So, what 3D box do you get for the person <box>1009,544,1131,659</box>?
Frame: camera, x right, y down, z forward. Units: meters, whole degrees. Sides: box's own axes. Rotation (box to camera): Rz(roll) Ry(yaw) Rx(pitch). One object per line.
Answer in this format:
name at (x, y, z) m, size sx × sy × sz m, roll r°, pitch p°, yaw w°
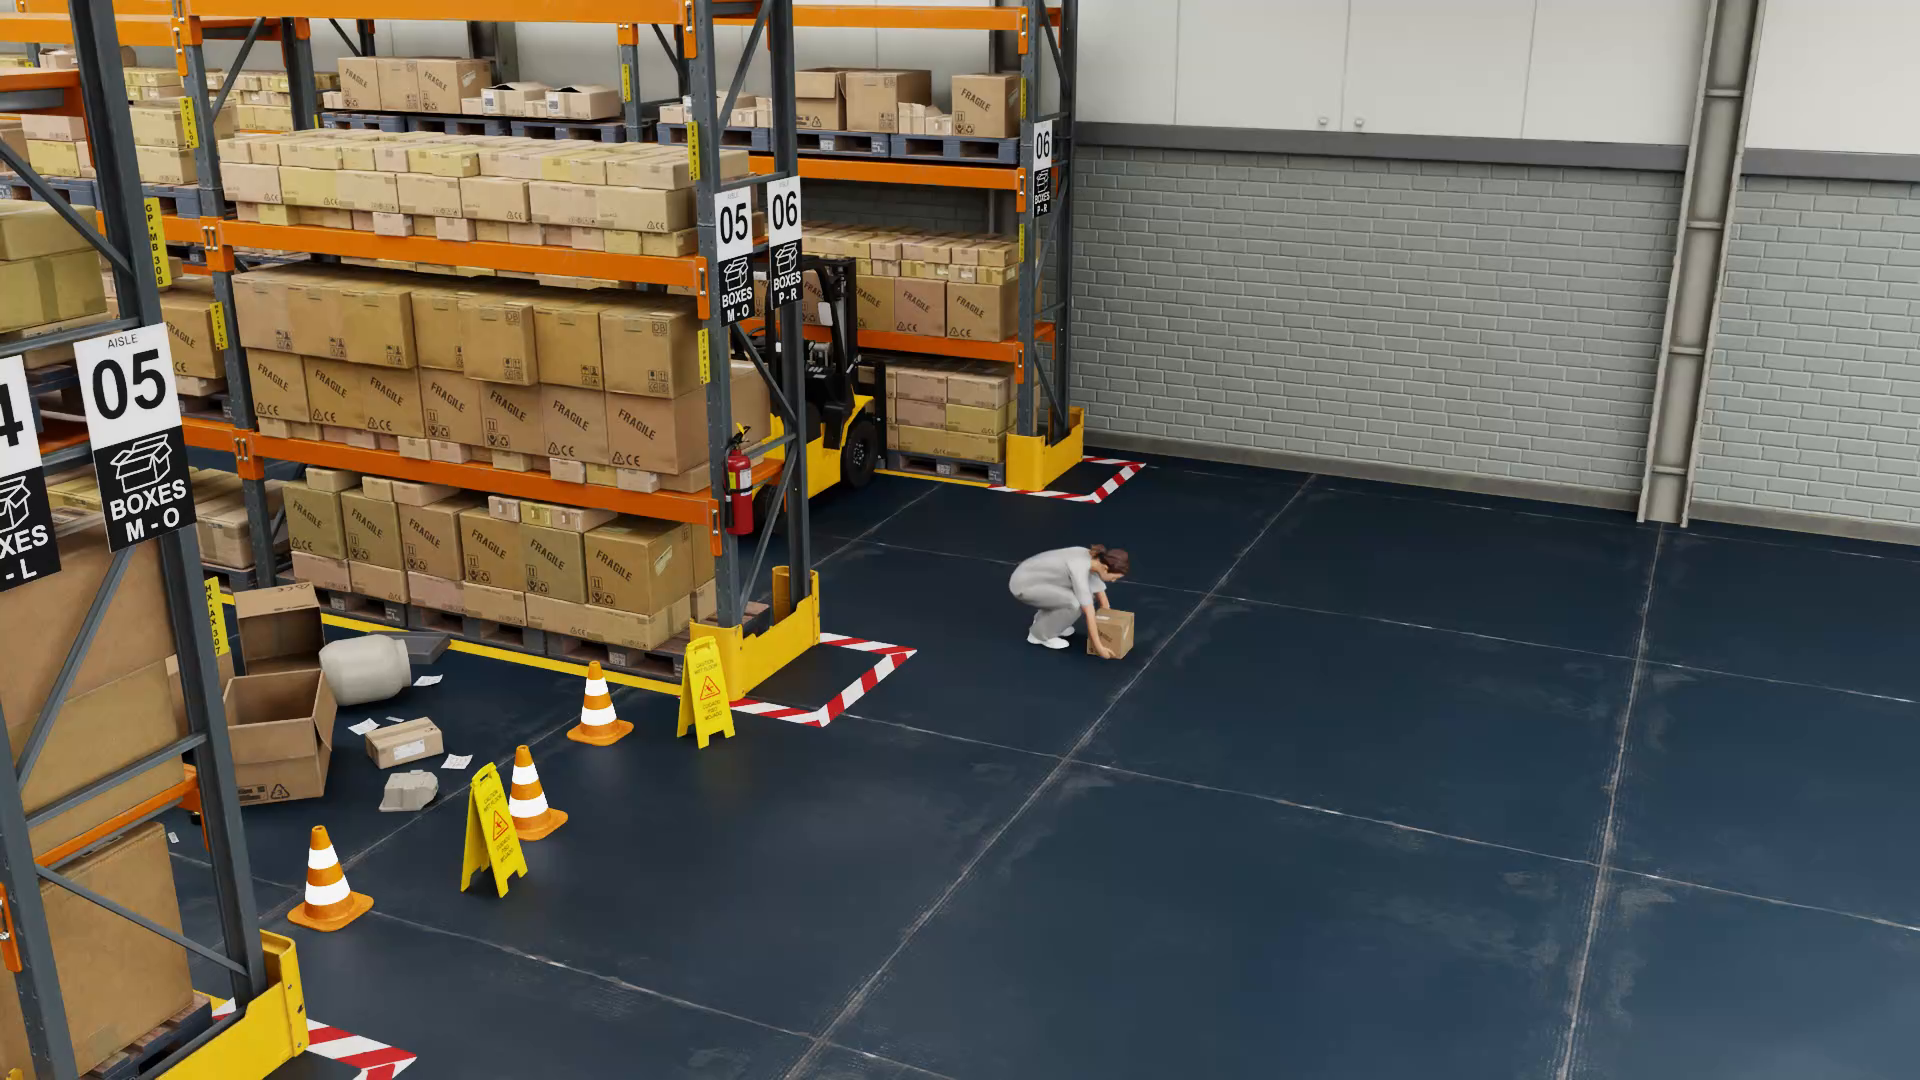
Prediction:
person at (0.757, 0.388, 11.471) m, size 0.839 × 0.813 × 0.467 m, roll 8°, pitch 21°, yaw 22°
